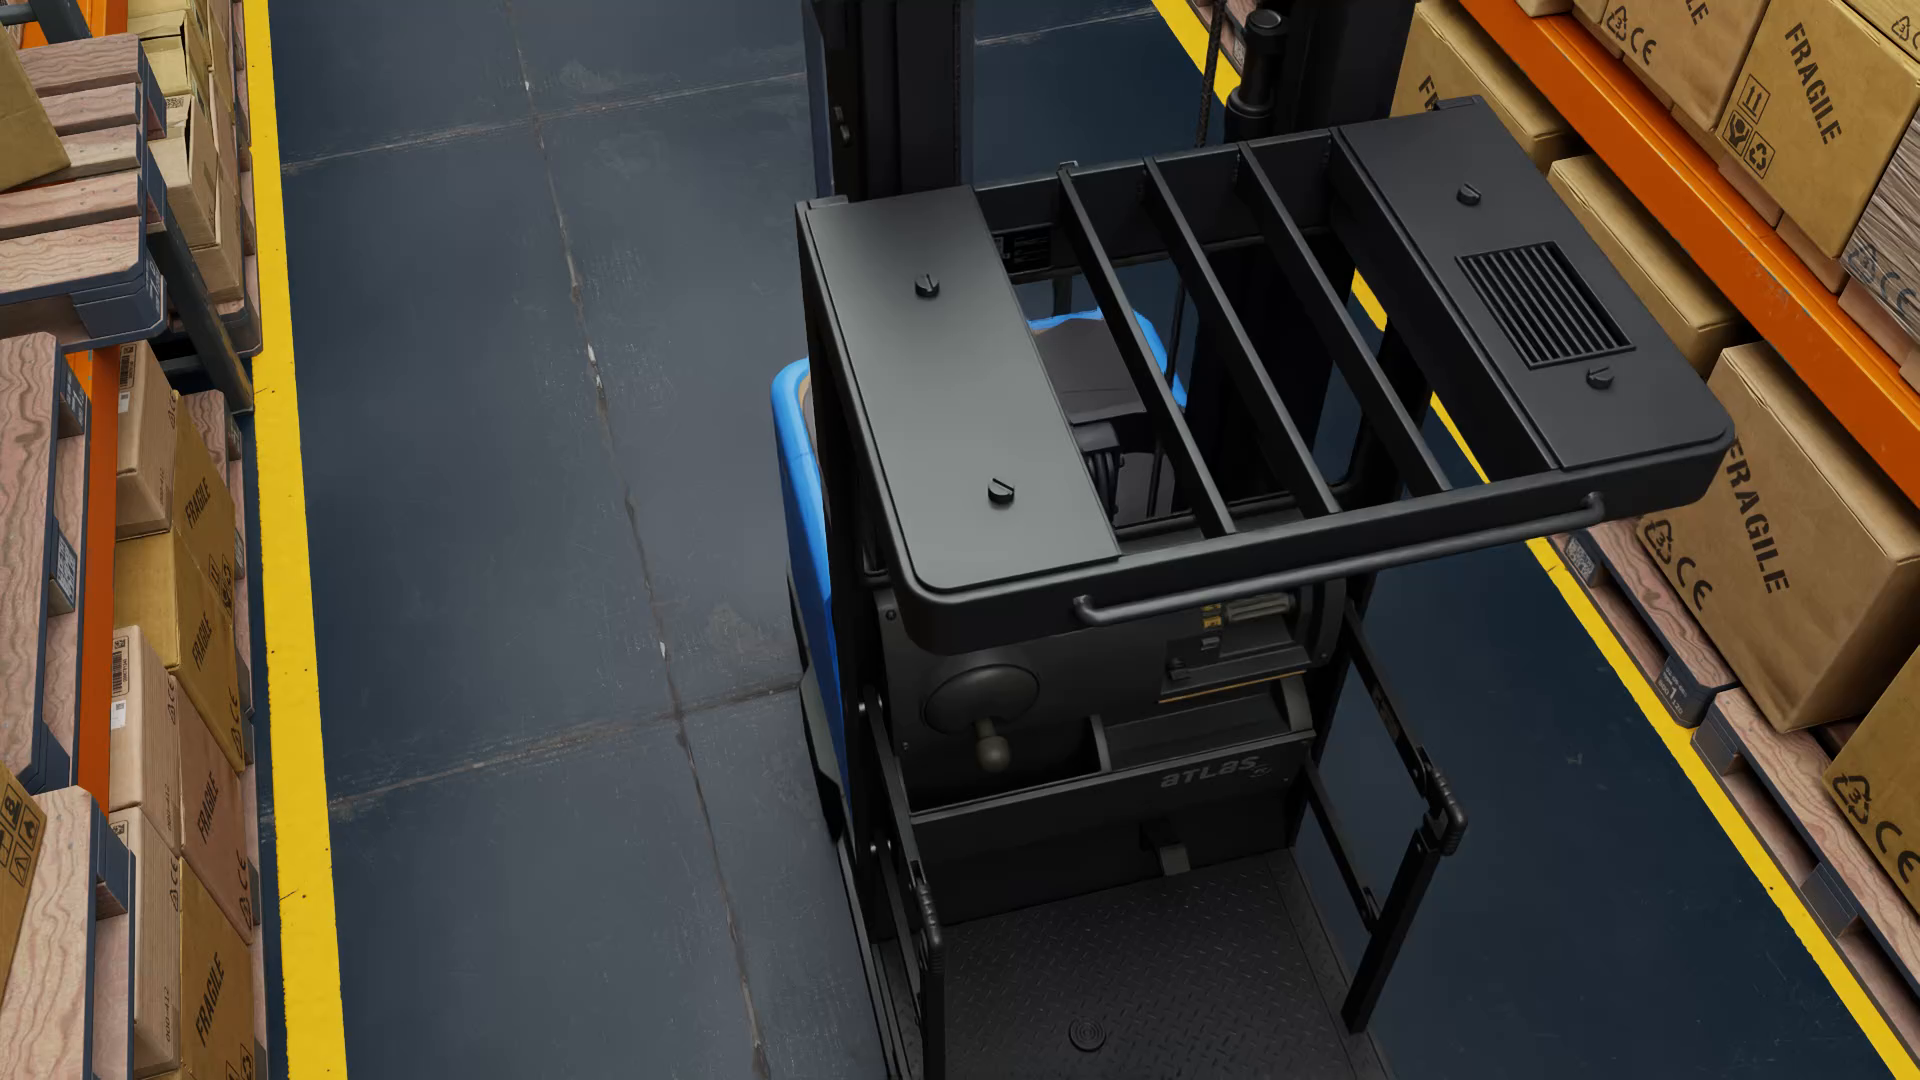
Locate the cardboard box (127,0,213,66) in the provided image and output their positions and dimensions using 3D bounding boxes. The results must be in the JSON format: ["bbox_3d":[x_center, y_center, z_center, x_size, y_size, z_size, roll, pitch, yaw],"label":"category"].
[{"bbox_3d":[-3.063,-1.961,6.098,0.500,0.311,0.500,-15,51,-12],"label":"cardboard box"}]

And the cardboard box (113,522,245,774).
[{"bbox_3d":[-2.223,0.344,4.345,0.500,0.500,0.500,-15,51,-12],"label":"cardboard box"}]

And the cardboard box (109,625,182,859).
[{"bbox_3d":[-2.049,0.511,3.714,0.500,0.250,0.500,-14,51,-12],"label":"cardboard box"}]

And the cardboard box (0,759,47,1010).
[{"bbox_3d":[-1.884,0.542,2.491,0.700,0.500,0.500,-6,50,-5],"label":"cardboard box"}]

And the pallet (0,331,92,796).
[{"bbox_3d":[-2.297,0.154,3.284,1.003,0.211,1.213,-13,51,-11],"label":"pallet"}]

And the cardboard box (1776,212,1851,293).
[{"bbox_3d":[2.265,-0.772,4.090,0.380,0.149,0.250,-12,51,-10],"label":"cardboard box"}]

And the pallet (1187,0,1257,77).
[{"bbox_3d":[1.625,-2.123,6.901,1.003,0.211,1.213,-13,51,-11],"label":"pallet"}]

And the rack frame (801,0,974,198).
[{"bbox_3d":[-0.204,-1.141,5.231,0.500,1.500,0.032,-11,51,-9],"label":"rack frame"}]

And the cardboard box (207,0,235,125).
[{"bbox_3d":[-3.060,-1.771,6.305,0.500,0.250,0.500,-15,51,-12],"label":"cardboard box"}]

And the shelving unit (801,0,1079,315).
[{"bbox_3d":[-0.079,-0.764,4.913,0.538,1.500,1.048,-11,51,-9],"label":"shelving unit"}]

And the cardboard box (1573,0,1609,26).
[{"bbox_3d":[1.900,-1.788,4.522,0.500,0.500,0.500,-12,51,-10],"label":"cardboard box"}]

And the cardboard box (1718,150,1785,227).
[{"bbox_3d":[2.194,-0.965,4.253,0.380,0.149,0.250,-13,51,-11],"label":"cardboard box"}]

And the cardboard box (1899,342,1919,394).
[{"bbox_3d":[2.393,-0.389,3.767,0.380,0.149,0.250,-13,51,-11],"label":"cardboard box"}]

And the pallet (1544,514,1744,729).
[{"bbox_3d":[2.373,-0.069,5.170,1.003,0.211,1.213,-13,51,-11],"label":"pallet"}]

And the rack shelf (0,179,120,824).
[{"bbox_3d":[-2.285,0.365,3.451,1.077,0.370,4.000,-13,51,-11],"label":"rack shelf"}]

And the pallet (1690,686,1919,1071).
[{"bbox_3d":[2.737,0.823,4.418,1.003,0.211,1.213,-13,51,-11],"label":"pallet"}]

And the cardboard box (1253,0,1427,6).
[{"bbox_3d":[1.592,-2.301,6.575,0.700,0.500,0.500,-13,51,-10],"label":"cardboard box"}]

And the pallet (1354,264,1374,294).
[{"bbox_3d":[2.016,-0.959,5.920,1.003,0.211,1.213,-13,51,-11],"label":"pallet"}]

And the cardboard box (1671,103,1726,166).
[{"bbox_3d":[2.138,-1.150,4.408,0.380,0.149,0.250,-13,51,-10],"label":"cardboard box"}]

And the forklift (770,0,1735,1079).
[{"bbox_3d":[0.360,0.298,3.081,1.130,2.935,3.031,-11,51,-9],"label":"forklift"}]

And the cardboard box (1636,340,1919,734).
[{"bbox_3d":[2.455,-0.065,4.474,0.750,0.750,0.750,-12,51,-10],"label":"cardboard box"}]

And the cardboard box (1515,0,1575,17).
[{"bbox_3d":[1.794,-1.684,4.859,0.380,0.149,0.250,-12,51,-10],"label":"cardboard box"}]

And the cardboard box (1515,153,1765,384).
[{"bbox_3d":[2.199,-0.685,4.997,0.750,0.750,0.750,-14,51,-11],"label":"cardboard box"}]

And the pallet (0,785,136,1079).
[{"bbox_3d":[-1.826,1.047,2.531,1.003,0.211,1.213,-13,51,-11],"label":"pallet"}]

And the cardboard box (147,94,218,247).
[{"bbox_3d":[-2.751,-1.206,5.462,0.500,0.311,0.500,-12,51,-10],"label":"cardboard box"}]

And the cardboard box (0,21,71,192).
[{"bbox_3d":[-2.583,-1.061,3.842,0.700,0.500,0.500,-30,56,-23],"label":"cardboard box"}]

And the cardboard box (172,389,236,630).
[{"bbox_3d":[-2.376,-0.034,4.664,0.500,0.500,0.500,-12,51,-10],"label":"cardboard box"}]

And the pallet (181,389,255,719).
[{"bbox_3d":[-2.692,0.125,5.007,1.003,0.211,1.213,-13,51,-11],"label":"pallet"}]

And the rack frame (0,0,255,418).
[{"bbox_3d":[-2.877,-1.328,4.407,1.000,3.000,0.127,-13,51,-11],"label":"rack frame"}]

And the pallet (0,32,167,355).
[{"bbox_3d":[-2.609,-0.787,4.077,1.213,0.211,1.003,-13,51,-11],"label":"pallet"}]

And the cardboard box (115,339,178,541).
[{"bbox_3d":[-2.355,-0.235,4.343,0.500,0.250,0.500,-12,51,-10],"label":"cardboard box"}]

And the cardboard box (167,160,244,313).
[{"bbox_3d":[-2.751,-1.026,5.676,0.500,0.250,0.500,-13,51,-11],"label":"cardboard box"}]

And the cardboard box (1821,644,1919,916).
[{"bbox_3d":[2.721,0.583,3.928,0.750,0.750,0.750,-13,51,-11],"label":"cardboard box"}]

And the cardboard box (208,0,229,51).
[{"bbox_3d":[-3.211,-2.145,6.621,0.500,0.250,0.500,-12,51,-10],"label":"cardboard box"}]

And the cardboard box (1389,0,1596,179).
[{"bbox_3d":[1.947,-1.326,5.537,0.750,0.750,0.750,-14,51,-11],"label":"cardboard box"}]

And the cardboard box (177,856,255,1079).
[{"bbox_3d":[-1.913,1.096,3.712,0.500,0.500,0.500,-13,51,-11],"label":"cardboard box"}]

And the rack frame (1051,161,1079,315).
[{"bbox_3d":[0.046,-0.388,4.596,0.500,1.500,0.032,-11,51,-9],"label":"rack frame"}]

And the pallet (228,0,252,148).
[{"bbox_3d":[-3.440,-1.928,6.738,1.003,0.211,1.213,-13,51,-11],"label":"pallet"}]

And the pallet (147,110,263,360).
[{"bbox_3d":[-3.083,-1.039,5.988,1.003,0.211,1.213,-13,51,-11],"label":"pallet"}]

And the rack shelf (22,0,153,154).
[{"bbox_3d":[-3.468,-2.556,5.914,1.077,0.370,4.000,-13,51,-11],"label":"rack shelf"}]

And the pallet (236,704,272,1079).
[{"bbox_3d":[-2.335,1.015,4.257,1.003,0.211,1.213,-13,51,-11],"label":"pallet"}]

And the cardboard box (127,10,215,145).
[{"bbox_3d":[-2.914,-1.588,5.784,0.500,0.311,0.500,-14,51,-12],"label":"cardboard box"}]

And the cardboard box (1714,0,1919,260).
[{"bbox_3d":[2.207,-1.046,3.897,0.500,0.500,0.500,-12,51,-10],"label":"cardboard box"}]

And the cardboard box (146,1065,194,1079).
[{"bbox_3d":[-1.772,1.462,3.403,0.500,0.500,0.500,-13,51,-10],"label":"cardboard box"}]

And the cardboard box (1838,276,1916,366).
[{"bbox_3d":[2.333,-0.575,3.924,0.380,0.149,0.250,-15,51,-12],"label":"cardboard box"}]

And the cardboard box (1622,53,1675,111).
[{"bbox_3d":[2.072,-1.340,4.569,0.380,0.149,0.250,-12,51,-10],"label":"cardboard box"}]

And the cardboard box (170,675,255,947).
[{"bbox_3d":[-2.062,0.726,4.023,0.500,0.500,0.500,-15,52,-12],"label":"cardboard box"}]

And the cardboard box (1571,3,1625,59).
[{"bbox_3d":[1.987,-1.528,4.728,0.380,0.149,0.250,-14,51,-11],"label":"cardboard box"}]

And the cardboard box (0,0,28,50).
[{"bbox_3d":[-2.942,-1.574,4.674,0.500,0.311,0.500,-10,51,-9],"label":"cardboard box"}]

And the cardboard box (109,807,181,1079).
[{"bbox_3d":[-1.900,0.877,3.405,0.500,0.250,0.500,-13,51,-11],"label":"cardboard box"}]

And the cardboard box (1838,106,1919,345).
[{"bbox_3d":[2.359,-0.683,3.591,0.500,0.500,0.500,-13,51,-11],"label":"cardboard box"}]

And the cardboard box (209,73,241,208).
[{"bbox_3d":[-2.900,-1.393,5.986,0.500,0.250,0.500,-15,51,-12],"label":"cardboard box"}]

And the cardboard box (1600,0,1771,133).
[{"bbox_3d":[2.045,-1.425,4.216,0.500,0.500,0.500,-14,51,-11],"label":"cardboard box"}]
